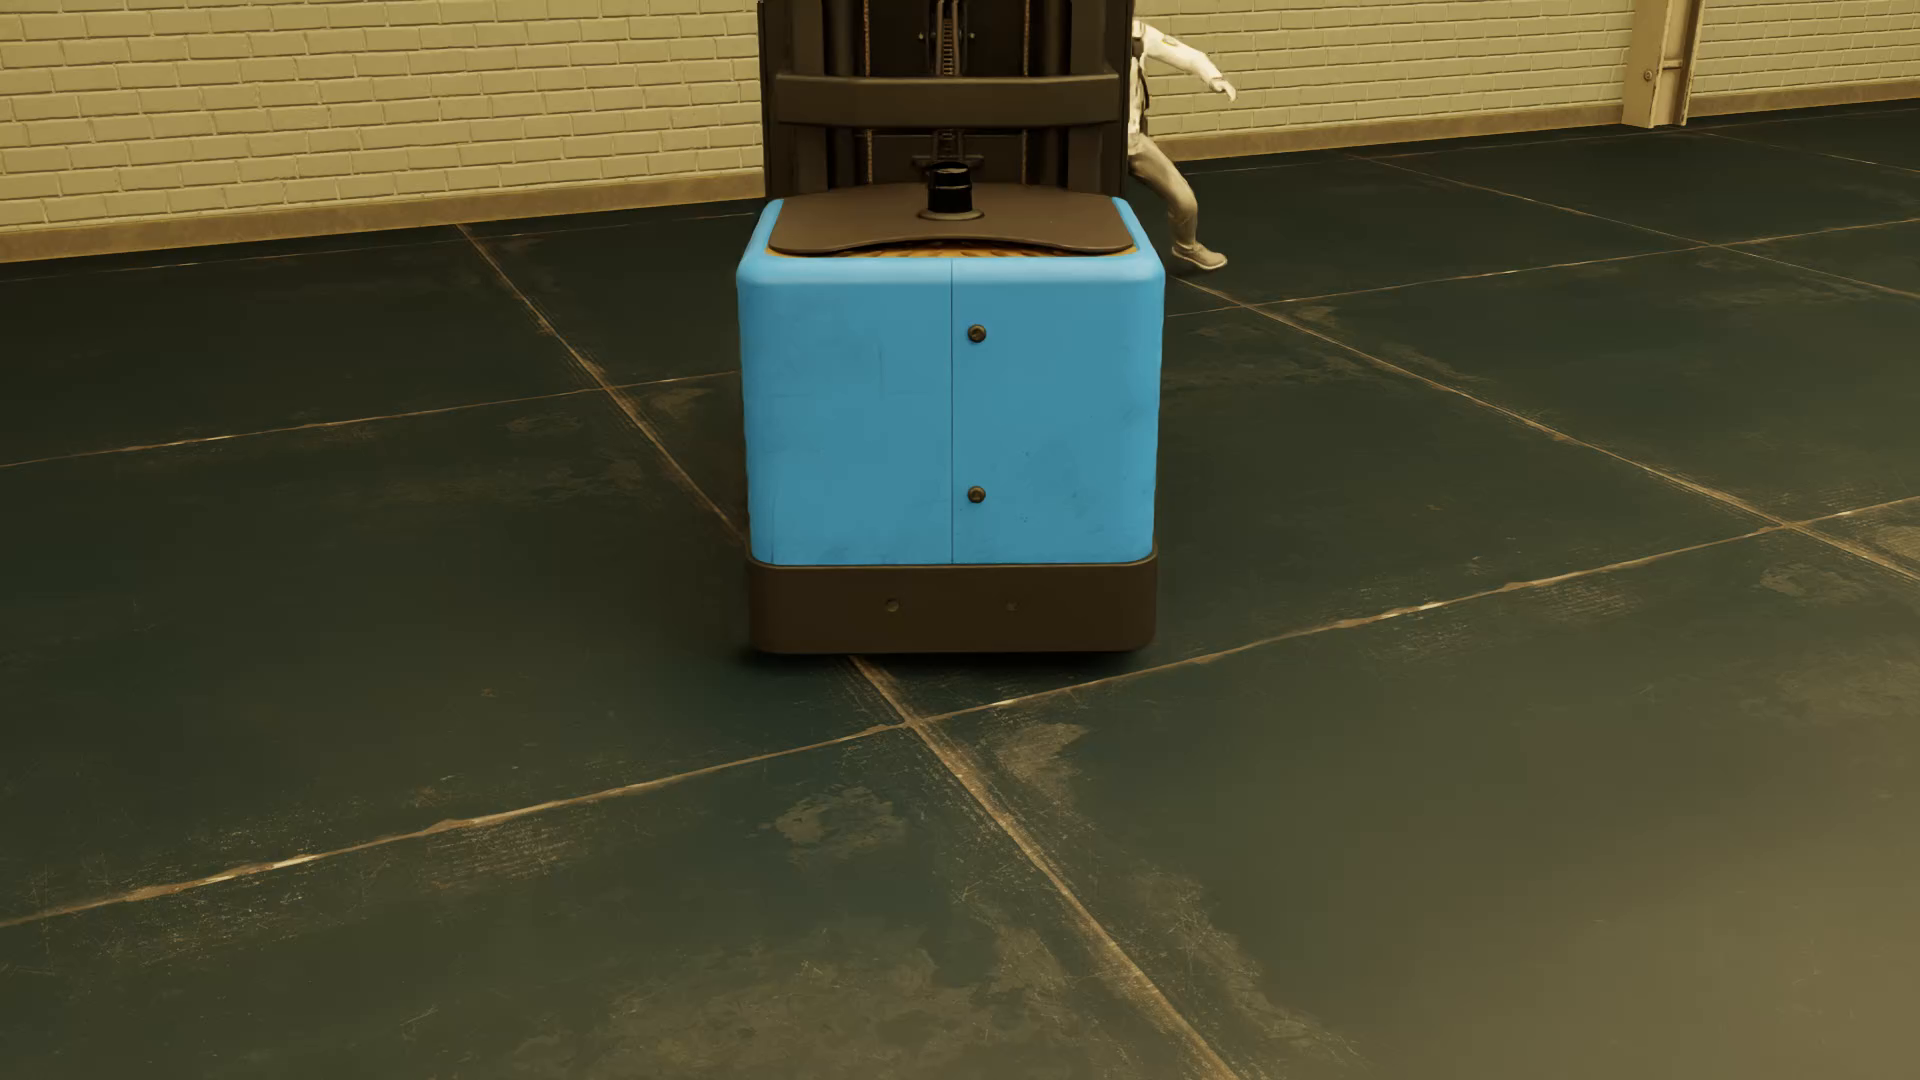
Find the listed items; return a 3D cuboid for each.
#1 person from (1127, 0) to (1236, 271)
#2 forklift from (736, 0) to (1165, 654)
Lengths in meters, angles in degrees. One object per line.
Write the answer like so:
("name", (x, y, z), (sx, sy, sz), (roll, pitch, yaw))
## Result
("person", (0.781, -1.875, 7.692), (1.246, 1.474, 0.794), (-5, 23, -11))
("forklift", (-0.048, -1.580, 5.091), (1.130, 2.935, 3.031), (0, 23, -1))
